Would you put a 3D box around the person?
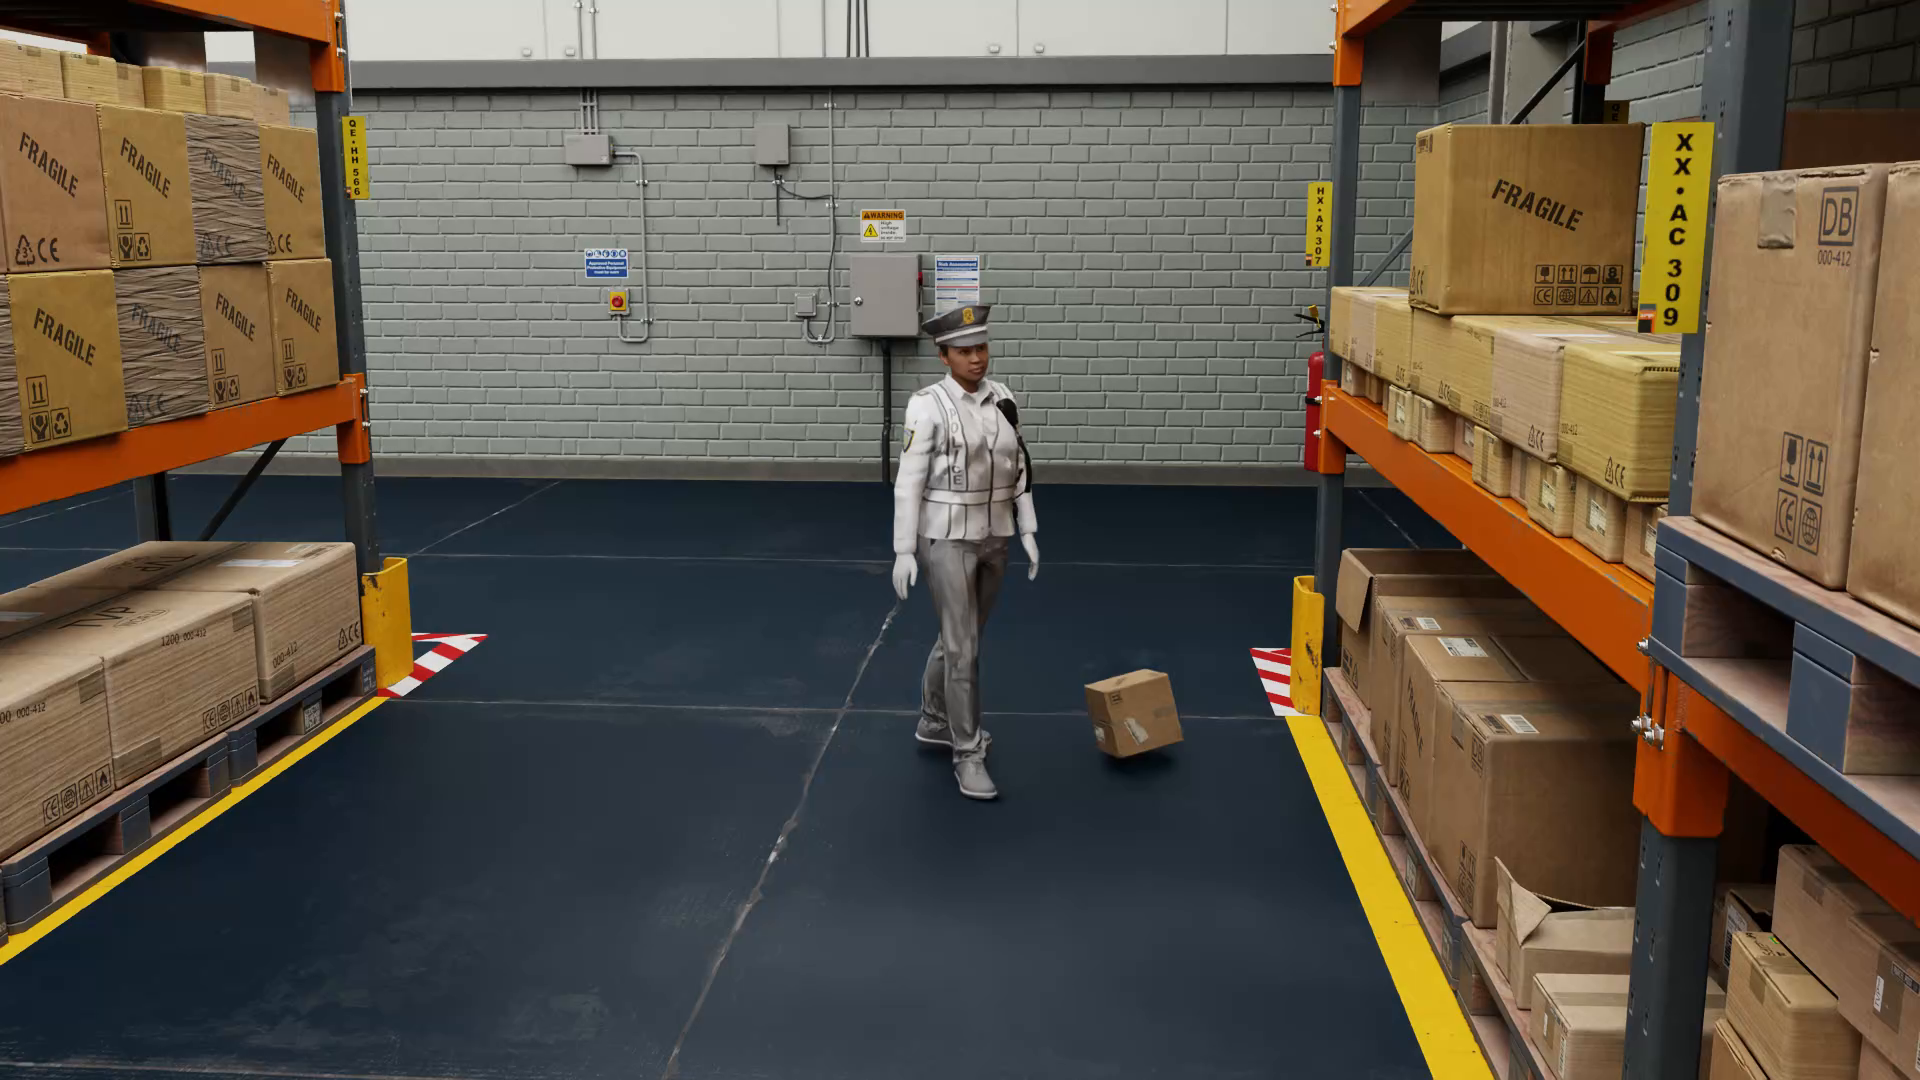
[{"bbox_3d":[-0.003,0.015,5.820,0.565,1.671,0.621,-9,14,-40],"label":"person"}]
